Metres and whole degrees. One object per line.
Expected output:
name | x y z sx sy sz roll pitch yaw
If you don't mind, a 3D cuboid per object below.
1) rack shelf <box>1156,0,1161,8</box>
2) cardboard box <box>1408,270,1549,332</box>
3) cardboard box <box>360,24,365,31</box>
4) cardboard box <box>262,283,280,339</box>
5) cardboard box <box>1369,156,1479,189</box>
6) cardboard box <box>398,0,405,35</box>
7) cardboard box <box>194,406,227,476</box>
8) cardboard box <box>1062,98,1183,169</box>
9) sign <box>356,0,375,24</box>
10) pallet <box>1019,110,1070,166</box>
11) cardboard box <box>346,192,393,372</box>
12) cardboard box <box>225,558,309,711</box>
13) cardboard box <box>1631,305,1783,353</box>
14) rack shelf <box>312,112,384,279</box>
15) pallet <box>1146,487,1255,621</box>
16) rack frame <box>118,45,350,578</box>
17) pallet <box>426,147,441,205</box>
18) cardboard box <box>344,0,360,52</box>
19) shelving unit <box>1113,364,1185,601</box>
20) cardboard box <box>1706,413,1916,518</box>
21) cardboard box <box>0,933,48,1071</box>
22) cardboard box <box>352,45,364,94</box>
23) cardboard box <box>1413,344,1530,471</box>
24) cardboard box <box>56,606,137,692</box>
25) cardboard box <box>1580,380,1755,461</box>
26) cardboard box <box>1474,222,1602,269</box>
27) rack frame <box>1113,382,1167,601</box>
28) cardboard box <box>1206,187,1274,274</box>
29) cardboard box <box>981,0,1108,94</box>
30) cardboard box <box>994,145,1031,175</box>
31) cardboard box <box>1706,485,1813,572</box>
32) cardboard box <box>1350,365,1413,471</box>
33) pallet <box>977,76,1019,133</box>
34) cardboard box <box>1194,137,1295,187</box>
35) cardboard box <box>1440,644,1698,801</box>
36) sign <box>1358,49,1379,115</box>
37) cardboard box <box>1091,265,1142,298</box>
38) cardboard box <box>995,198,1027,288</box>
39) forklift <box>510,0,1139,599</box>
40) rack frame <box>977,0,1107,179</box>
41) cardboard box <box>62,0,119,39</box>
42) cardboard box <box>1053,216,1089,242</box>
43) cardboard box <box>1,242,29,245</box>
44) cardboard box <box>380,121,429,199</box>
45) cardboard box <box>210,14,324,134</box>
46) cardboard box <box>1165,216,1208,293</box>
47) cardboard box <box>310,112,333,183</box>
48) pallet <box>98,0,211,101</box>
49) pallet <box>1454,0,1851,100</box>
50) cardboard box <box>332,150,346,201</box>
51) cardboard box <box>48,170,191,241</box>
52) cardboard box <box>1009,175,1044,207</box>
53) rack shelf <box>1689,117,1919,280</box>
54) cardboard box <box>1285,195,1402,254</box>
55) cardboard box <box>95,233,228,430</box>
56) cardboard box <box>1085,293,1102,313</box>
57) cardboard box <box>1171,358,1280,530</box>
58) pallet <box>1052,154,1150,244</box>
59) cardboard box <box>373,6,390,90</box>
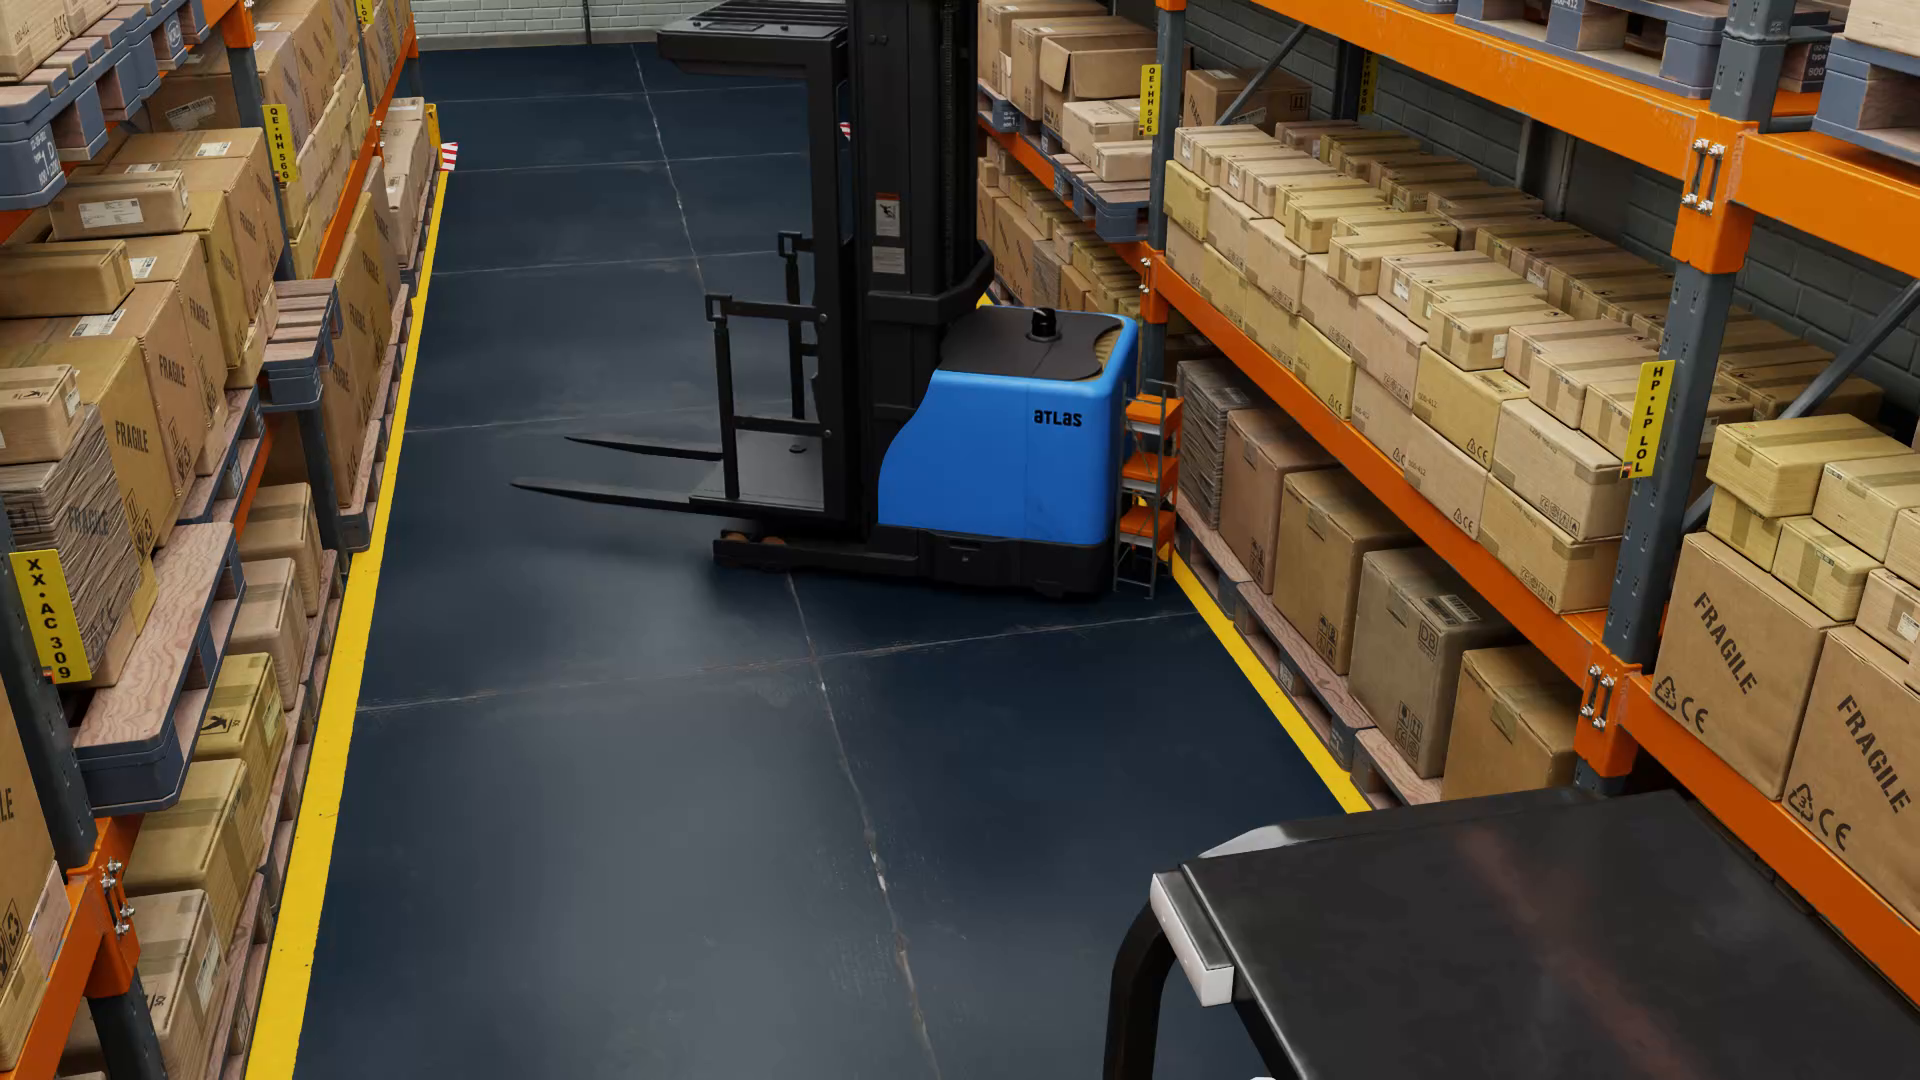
rack shelf | 0.973 -3.542 9.409 1.077 0.370 4.000 -6 27 -12
cardboard box | 1.765 -0.800 5.675 0.380 0.149 0.250 -7 28 -13
cardboard box | -4.185 -3.621 10.875 0.500 0.500 0.500 -6 27 -11
cardboard box | -2.877 -0.880 6.477 0.380 0.149 0.250 -6 27 -12
cardboard box | 1.984 -1.534 7.130 0.380 0.149 0.250 -6 28 -13
cardboard box | -4.750 -4.291 13.311 0.500 0.500 0.500 -7 28 -13
cardboard box | -2.594 -0.310 5.348 0.380 0.149 0.250 -5 27 -10
cardboard box | 0.870 -2.197 8.975 0.500 0.250 0.500 -7 28 -14
sign | -3.787 -3.438 10.535 0.100 0.325 0.005 -6 27 -12
pallet | 0.981 -2.414 9.917 1.003 0.211 1.213 -6 27 -12
cardboard box | -3.884 -1.476 9.737 0.875 0.875 0.875 -5 27 -10
cardboard box | -3.120 0.417 6.545 0.950 0.372 0.625 -6 27 -13
cardboard box | 2.390 -0.634 5.346 0.380 0.149 0.250 -6 27 -12
rack shelf | -3.863 -1.698 9.083 1.077 0.370 4.000 -6 27 -12
pallet | 1.571 -0.036 8.088 1.003 0.211 1.213 -6 27 -12
rack frame | -3.412 -1.141 7.181 1.000 3.000 0.127 -6 27 -12
pallet | -4.958 -3.065 14.088 1.003 0.211 1.213 -6 27 -12
cardboard box | -3.968 -3.217 10.074 0.500 0.500 0.500 -5 27 -10
shelving unit | 0.858 -0.257 7.588 0.215 1.050 0.252 13 30 23
cardboard box | 2.108 -0.187 4.131 0.380 0.149 0.250 -5 27 -11
cardboard box | -2.078 0.946 3.325 0.380 0.149 0.250 -5 27 -10
cardboard box | -3.977 -2.884 10.247 0.500 0.250 0.500 -6 27 -12
cardboard box | 1.842 -0.461 5.447 0.500 0.250 0.500 -7 28 -13
cardboard box | -2.327 0.265 4.208 0.380 0.149 0.250 -6 27 -11
cardboard box | 2.031 -0.352 4.788 0.380 0.149 0.250 -5 27 -10
cardboard box | 2.156 -1.075 6.220 0.380 0.149 0.250 -6 27 -11
rack frame | 0.805 -0.206 7.491 0.200 1.050 0.008 13 30 23
cardboard box | 1.397 -1.363 7.233 0.500 0.250 0.500 -5 27 -10
cardboard box | 0.530 -3.172 10.629 0.700 0.500 0.500 -6 27 -11
cardboard box | 0.449 -2.603 11.336 0.380 0.149 0.250 -7 28 -14
cardboard box | 2.140 -0.058 4.205 0.380 0.149 0.250 -6 27 -12
cardboard box | 1.756 -0.459 5.998 0.500 0.250 0.500 -6 27 -11
pallet | 0.596 -2.955 10.988 1.003 0.211 1.213 -6 27 -12
cardboard box | 1.270 -1.694 7.446 0.380 0.149 0.250 -5 27 -10
cardboard box | 2.196 0.754 5.596 0.875 0.625 0.625 -5 27 -9
sign | 1.963 -2.221 8.037 0.100 0.325 0.005 -6 27 -12
cardboard box | 0.957 -1.435 9.353 0.380 0.149 0.250 -7 28 -13
cardboard box | 0.541 -2.006 11.204 0.500 0.500 0.500 -6 27 -12
forklift | -0.701 -1.378 7.728 3.031 2.935 1.130 6 27 12
rack frame | 0.522 -3.403 11.662 1.000 3.000 0.127 -6 27 -12
cardboard box | -2.367 -1.364 3.995 0.500 0.250 0.500 -6 27 -12
cardboard box | 0.788 -1.897 10.267 0.380 0.149 0.250 -6 27 -11
cardboard box | -3.180 -0.604 5.210 0.500 0.500 0.500 -7 28 -14
cardboard box | -4.754 -3.016 13.274 0.875 0.438 0.875 -5 27 -10
cardboard box | -3.507 -2.319 8.294 0.500 0.500 0.500 -5 27 -10
cardboard box | 1.285 -1.360 7.782 0.500 0.250 0.500 -6 27 -11
cardboard box | -3.501 -1.992 8.479 0.500 0.250 0.500 -6 27 -12
pallet | -2.782 -1.377 4.528 1.213 0.211 1.003 -6 27 -12
pallet | 2.113 -1.530 4.836 0.805 0.209 1.217 -7 28 -14
cardboard box | -3.637 -1.985 9.020 0.500 0.250 0.500 -6 27 -12
cardboard box | -2.768 -1.106 5.485 0.380 0.149 0.250 -7 28 -14
cardboard box | 0.550 -2.354 11.173 0.380 0.149 0.250 -7 28 -14
rack shelf | 2.776 -0.030 2.451 1.077 0.370 4.000 -6 27 -12
cardboard box | 1.509 -1.245 6.558 0.380 0.149 0.250 -5 27 -11
cardboard box | -2.674 -0.647 5.296 0.500 0.500 0.500 -7 28 -14
cardboard box | 1.016 -1.103 9.414 0.500 0.500 0.500 -6 27 -12
cardboard box | 1.551 -0.499 8.078 0.875 0.625 0.625 -5 27 -10
pallet | 1.202 -1.851 8.802 1.213 0.211 1.003 -6 27 -12
cardboard box | -4.273 -3.395 11.537 0.500 0.500 0.500 -6 27 -11
